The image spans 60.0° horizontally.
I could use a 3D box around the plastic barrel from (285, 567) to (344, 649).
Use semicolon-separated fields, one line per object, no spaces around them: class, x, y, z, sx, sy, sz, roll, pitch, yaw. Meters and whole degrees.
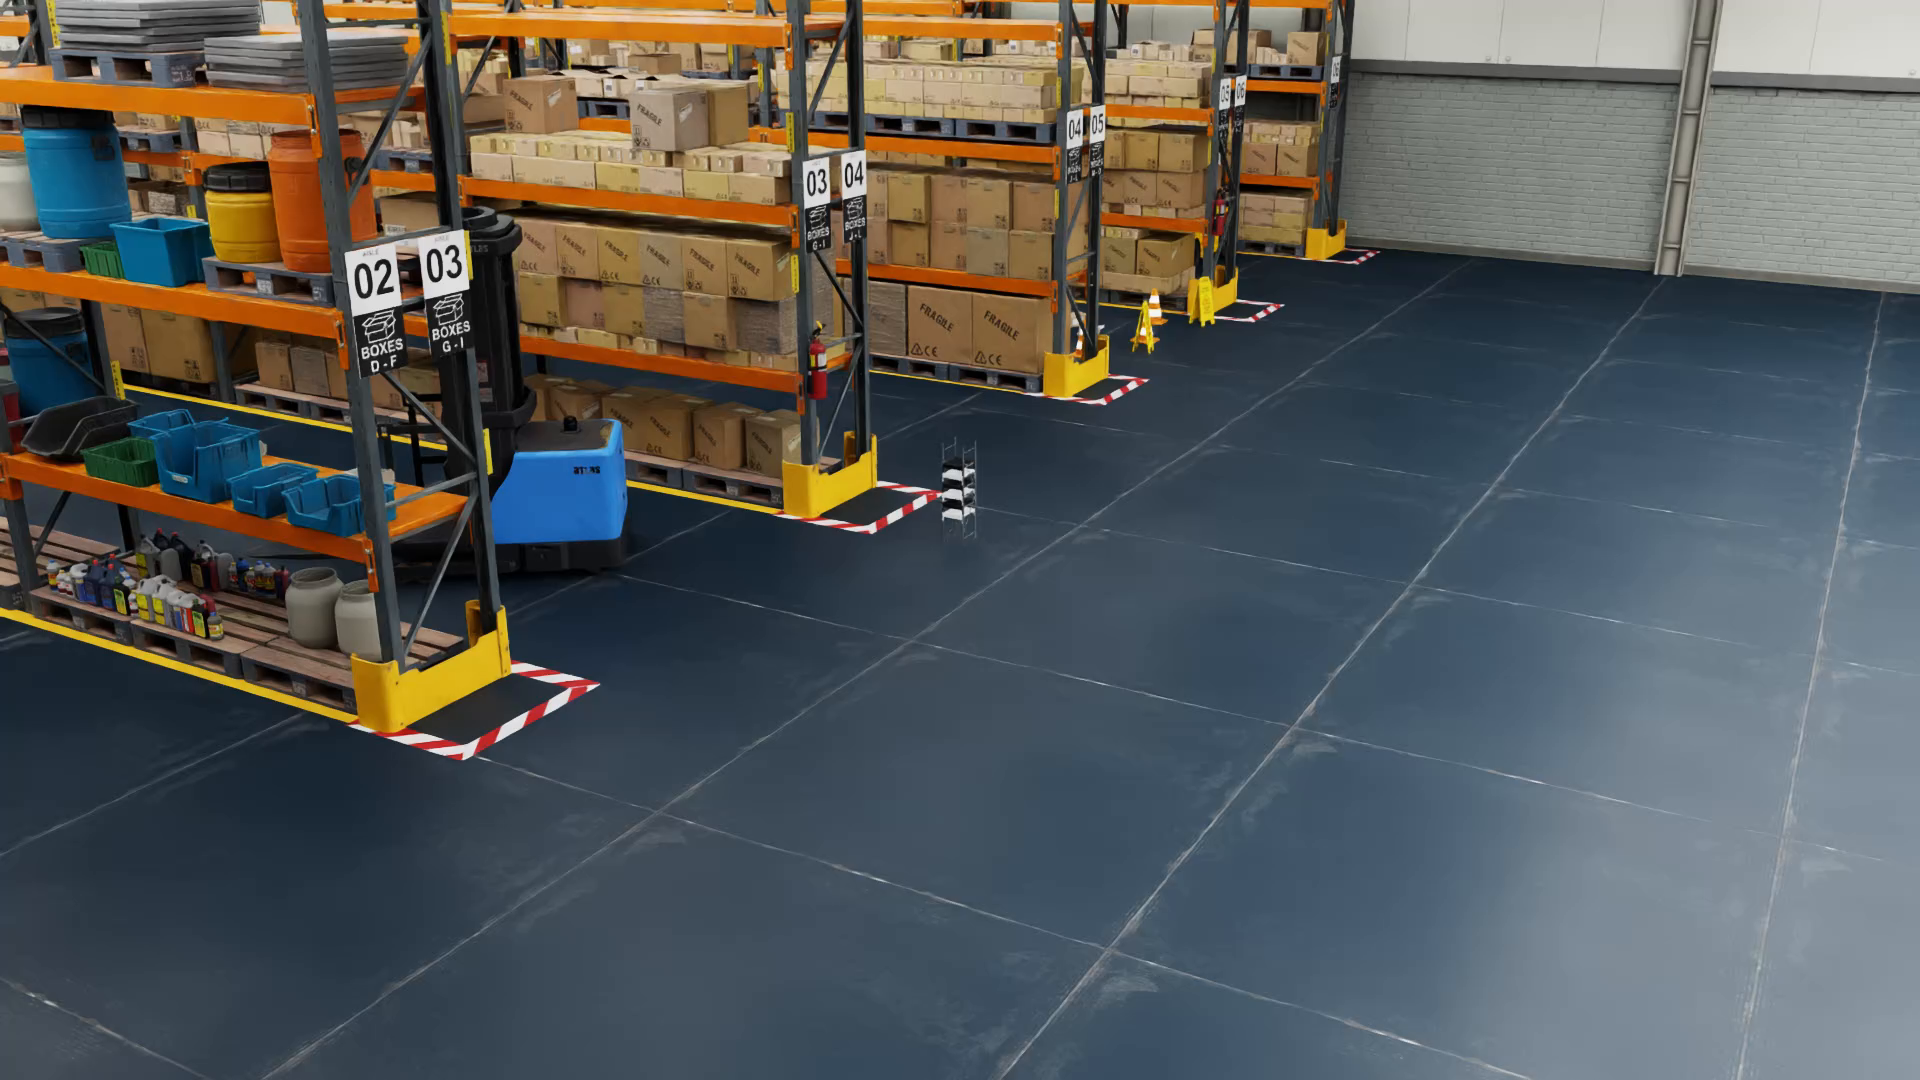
plastic barrel;-4.614;0.488;11.952;0.421;0.512;0.421;0;20;0

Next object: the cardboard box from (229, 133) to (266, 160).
cardboard box;-7.400;-4.220;17.717;0.500;0.250;0.500;11;23;29

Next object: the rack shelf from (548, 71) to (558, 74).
rack shelf;-8.539;-8.139;29.358;4.000;0.370;1.077;11;23;27

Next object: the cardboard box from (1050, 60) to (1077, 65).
cardboard box;1.471;-6.721;23.594;0.250;0.149;0.380;10;22;26

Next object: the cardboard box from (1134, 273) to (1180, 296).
cardboard box;2.826;-3.702;23.887;0.500;0.250;0.500;11;23;27

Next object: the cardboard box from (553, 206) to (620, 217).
cardboard box;-3.677;-3.035;16.583;0.500;0.500;0.500;11;23;27

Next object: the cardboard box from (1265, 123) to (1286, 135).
cardboard box;5.213;-6.773;27.402;0.250;0.149;0.380;11;23;28

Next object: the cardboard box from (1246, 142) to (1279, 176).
cardboard box;5.095;-6.357;27.643;0.500;0.500;0.500;12;23;29

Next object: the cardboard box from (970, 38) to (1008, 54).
cardboard box;0.519;-8.887;29.456;0.500;0.500;0.500;11;23;29

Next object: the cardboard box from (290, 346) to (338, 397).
cardboard box;-7.048;-1.957;18.680;0.500;0.500;0.700;9;22;23

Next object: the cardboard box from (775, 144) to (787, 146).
cardboard box;-2.562;-6.226;26.228;0.500;0.500;0.500;12;23;30

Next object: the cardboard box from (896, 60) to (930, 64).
cardboard box;-0.558;-5.649;19.875;0.250;0.149;0.380;10;22;27

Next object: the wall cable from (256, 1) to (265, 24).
wall cable;-13.628;-12.146;34.896;0.133;3.039;2.988;11;23;27

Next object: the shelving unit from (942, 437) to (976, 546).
shelving unit;-0.007;-0.424;14.513;0.210;0.900;0.258;11;23;27

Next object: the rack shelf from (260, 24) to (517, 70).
rack shelf;-6.388;-5.081;17.114;4.000;0.370;1.077;11;23;27

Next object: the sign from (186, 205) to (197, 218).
sign;-8.401;-3.498;18.209;0.005;0.325;0.100;11;23;27

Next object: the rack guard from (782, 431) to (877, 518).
rack guard;-1.216;-0.627;15.657;0.348;0.500;1.175;11;23;27

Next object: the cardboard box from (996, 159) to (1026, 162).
cardboard box;0.905;-5.832;24.293;0.500;0.500;0.700;11;23;28

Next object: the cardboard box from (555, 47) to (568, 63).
cardboard box;-6.527;-8.092;27.753;0.258;0.266;0.396;11;22;27

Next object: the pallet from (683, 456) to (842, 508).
pallet;-1.908;-0.636;16.108;1.213;0.211;1.003;11;23;27

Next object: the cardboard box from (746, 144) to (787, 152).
cardboard box;-1.737;-3.508;15.171;0.250;0.149;0.380;10;22;26

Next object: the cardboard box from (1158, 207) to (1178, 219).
cardboard box;2.977;-4.629;23.393;0.250;0.149;0.380;10;22;27

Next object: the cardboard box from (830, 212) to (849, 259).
cardboard box;-1.315;-3.842;20.635;0.550;0.550;0.875;11;23;27

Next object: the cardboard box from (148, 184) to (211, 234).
cardboard box;-8.764;-3.764;19.024;0.637;0.503;0.797;12;23;29

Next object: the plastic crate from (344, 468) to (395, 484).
plastic crate;-4.189;-0.435;11.850;0.250;0.136;0.298;11;23;27

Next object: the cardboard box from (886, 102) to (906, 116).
cardboard box;-0.654;-5.036;19.353;0.250;0.149;0.380;11;23;28

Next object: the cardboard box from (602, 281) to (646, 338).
cardboard box;-2.958;-2.306;16.037;0.500;0.500;0.875;11;23;27

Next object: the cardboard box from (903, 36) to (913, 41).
cardboard box;-1.070;-9.358;30.863;0.250;0.149;0.380;10;22;25

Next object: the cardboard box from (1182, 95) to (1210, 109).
cardboard box;3.236;-6.007;22.794;0.250;0.149;0.380;11;23;28

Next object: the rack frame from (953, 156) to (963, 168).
rack frame;0.191;-5.404;25.163;0.127;3.000;1.000;11;23;27

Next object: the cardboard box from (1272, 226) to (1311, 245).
cardboard box;5.537;-5.106;27.758;0.500;0.250;0.500;11;23;28

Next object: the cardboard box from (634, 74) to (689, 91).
cardboard box;-3.772;-5.753;21.092;0.500;0.311;0.500;10;22;25

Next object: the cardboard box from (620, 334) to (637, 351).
cardboard box;-3.044;-1.937;15.973;0.250;0.149;0.380;11;23;27

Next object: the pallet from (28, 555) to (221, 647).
pallet;-6.491;0.455;13.098;1.213;0.211;1.003;11;23;27

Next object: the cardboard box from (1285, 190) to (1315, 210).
cardboard box;5.774;-5.729;28.007;0.500;0.250;0.500;10;22;26

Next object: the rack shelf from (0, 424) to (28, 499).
rack shelf;-8.803;-0.974;14.004;4.000;0.370;1.077;11;23;27

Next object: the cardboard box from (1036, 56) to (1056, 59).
cardboard box;1.313;-6.989;24.332;0.250;0.149;0.380;12;23;29

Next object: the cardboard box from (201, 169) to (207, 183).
cardboard box;-11.452;-5.773;25.596;0.500;0.500;0.500;11;23;28

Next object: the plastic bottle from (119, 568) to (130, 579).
plastic bottle;-6.369;0.342;12.677;0.097;0.271;0.097;0;20;0

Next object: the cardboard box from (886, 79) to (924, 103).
cardboard box;-0.520;-5.222;19.282;0.500;0.250;0.500;11;23;28

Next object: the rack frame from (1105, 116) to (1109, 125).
rack frame;2.609;-6.883;29.238;0.127;3.000;1.000;11;23;27

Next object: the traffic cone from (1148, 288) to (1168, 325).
traffic cone;2.679;-3.234;22.900;0.334;0.463;0.336;11;23;27

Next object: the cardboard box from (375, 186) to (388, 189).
cardboard box;-8.082;-5.089;23.608;0.250;0.149;0.380;12;23;29

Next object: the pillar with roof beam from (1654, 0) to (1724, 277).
pillar with roof beam;9.071;-7.142;21.156;0.400;9.000;9.100;11;23;27

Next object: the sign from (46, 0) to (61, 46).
sign;-6.779;-3.864;12.424;0.005;0.325;0.100;11;23;27

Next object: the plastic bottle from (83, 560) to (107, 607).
plastic bottle;-6.555;0.317;12.631;0.185;0.351;0.144;11;23;29

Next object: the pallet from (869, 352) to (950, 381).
pallet;-0.440;-2.251;20.558;1.213;0.211;1.003;11;23;27

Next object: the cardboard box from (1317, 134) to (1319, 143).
cardboard box;5.931;-6.703;27.645;0.250;0.149;0.380;10;22;26

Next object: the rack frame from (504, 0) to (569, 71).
rack frame;-5.626;-7.399;21.865;0.127;3.000;1.000;11;23;27

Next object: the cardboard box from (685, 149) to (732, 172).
cardboard box;-2.237;-3.395;14.860;0.250;0.149;0.380;11;23;28

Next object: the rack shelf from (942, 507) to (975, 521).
rack shelf;-0.007;-0.224;14.586;0.200;0.077;0.258;11;23;27

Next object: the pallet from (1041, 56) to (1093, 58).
pallet;1.833;-8.346;29.153;1.217;0.209;0.805;10;22;25

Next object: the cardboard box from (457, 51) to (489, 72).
cardboard box;-6.561;-6.467;22.424;0.258;0.266;0.396;11;23;27

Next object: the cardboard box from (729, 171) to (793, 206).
cardboard box;-1.694;-3.133;14.722;0.500;0.250;0.500;11;23;29

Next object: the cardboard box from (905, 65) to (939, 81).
cardboard box;-0.433;-5.369;19.102;0.250;0.149;0.380;11;23;28

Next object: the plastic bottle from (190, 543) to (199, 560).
plastic bottle;-6.024;0.158;13.166;0.133;0.283;0.061;13;23;31

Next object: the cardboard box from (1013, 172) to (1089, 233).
cardboard box;1.053;-3.900;19.212;0.550;0.550;0.875;11;23;27

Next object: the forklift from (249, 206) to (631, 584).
forklift;-4.369;-1.206;13.689;3.031;2.935;1.130;-2;20;-6
